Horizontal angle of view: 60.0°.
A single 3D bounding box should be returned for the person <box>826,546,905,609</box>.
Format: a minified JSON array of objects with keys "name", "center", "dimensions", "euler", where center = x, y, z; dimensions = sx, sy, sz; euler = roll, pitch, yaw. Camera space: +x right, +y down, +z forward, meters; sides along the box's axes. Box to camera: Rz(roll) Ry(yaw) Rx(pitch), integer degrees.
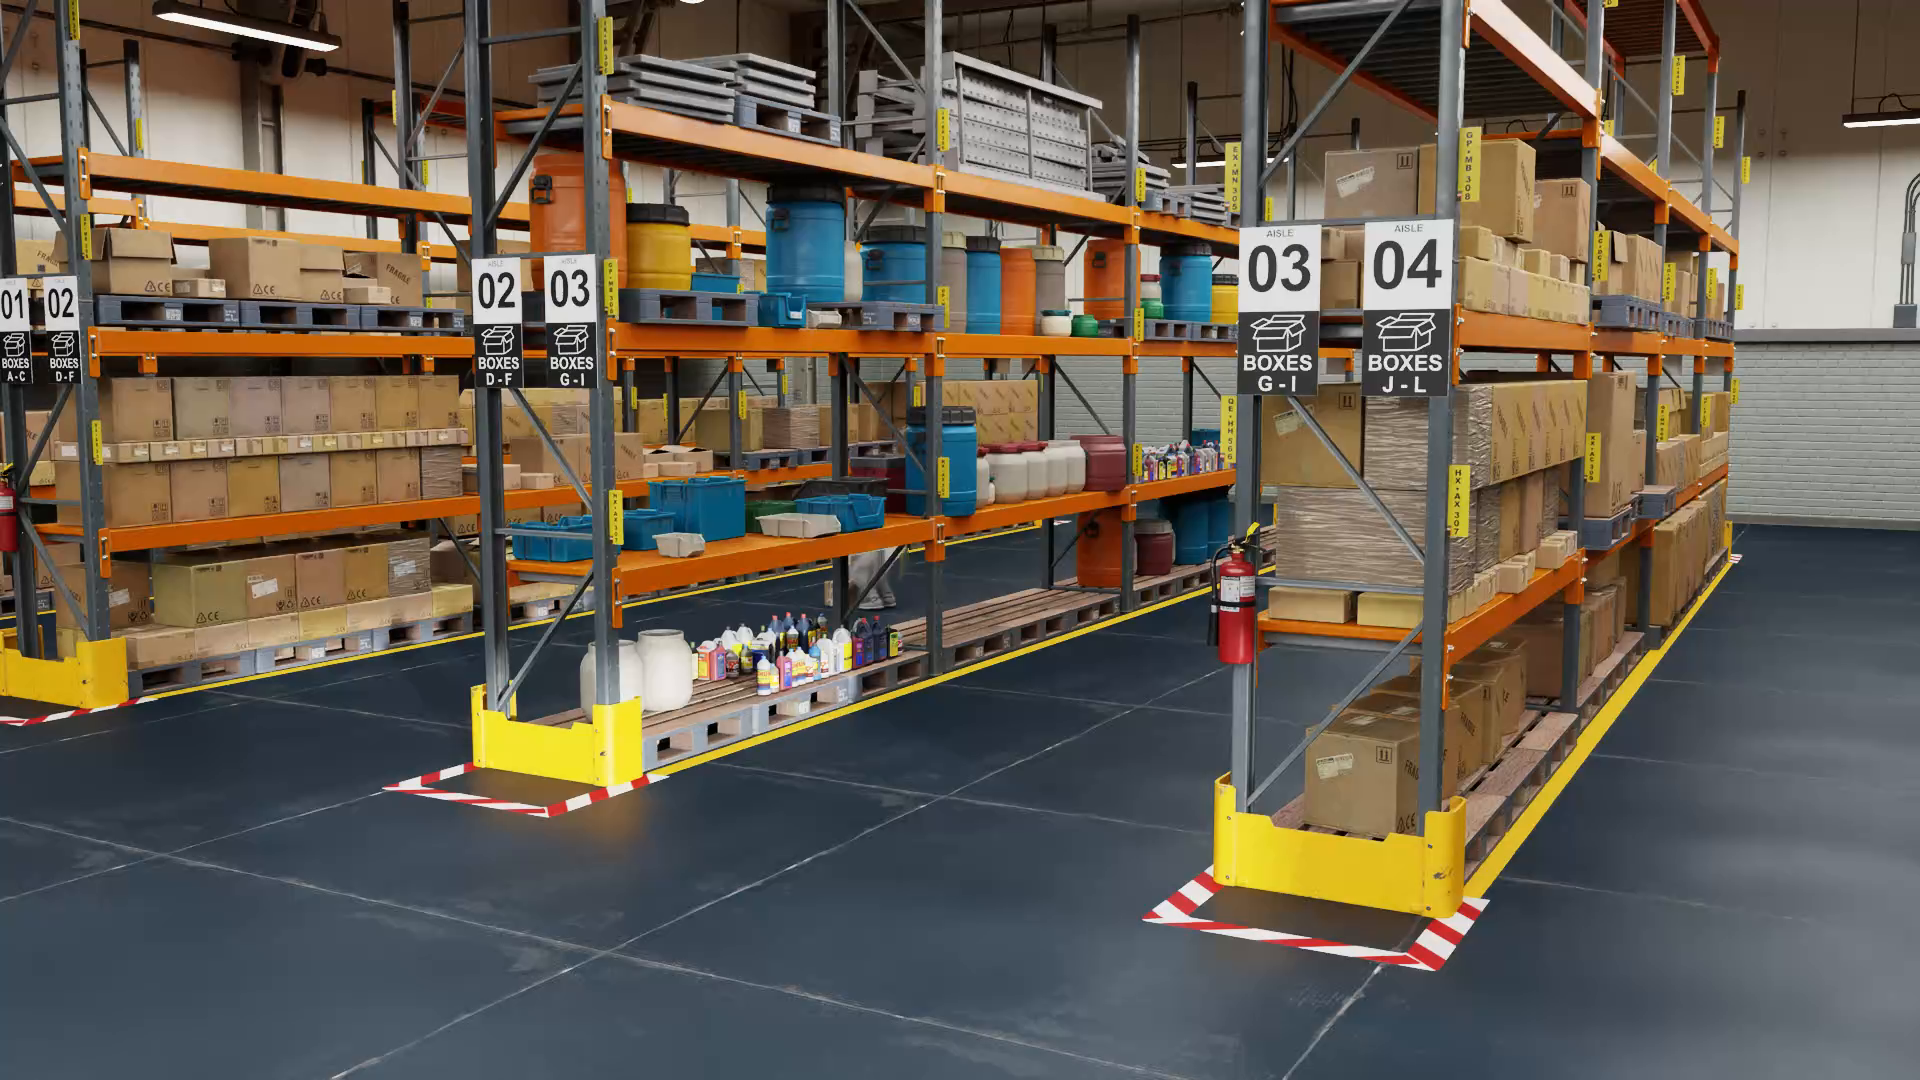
[{"name":"person","center":[-1.006,0.310,17.519],"dimensions":[0.894,0.833,0.468],"euler":[3,7,26]}]
